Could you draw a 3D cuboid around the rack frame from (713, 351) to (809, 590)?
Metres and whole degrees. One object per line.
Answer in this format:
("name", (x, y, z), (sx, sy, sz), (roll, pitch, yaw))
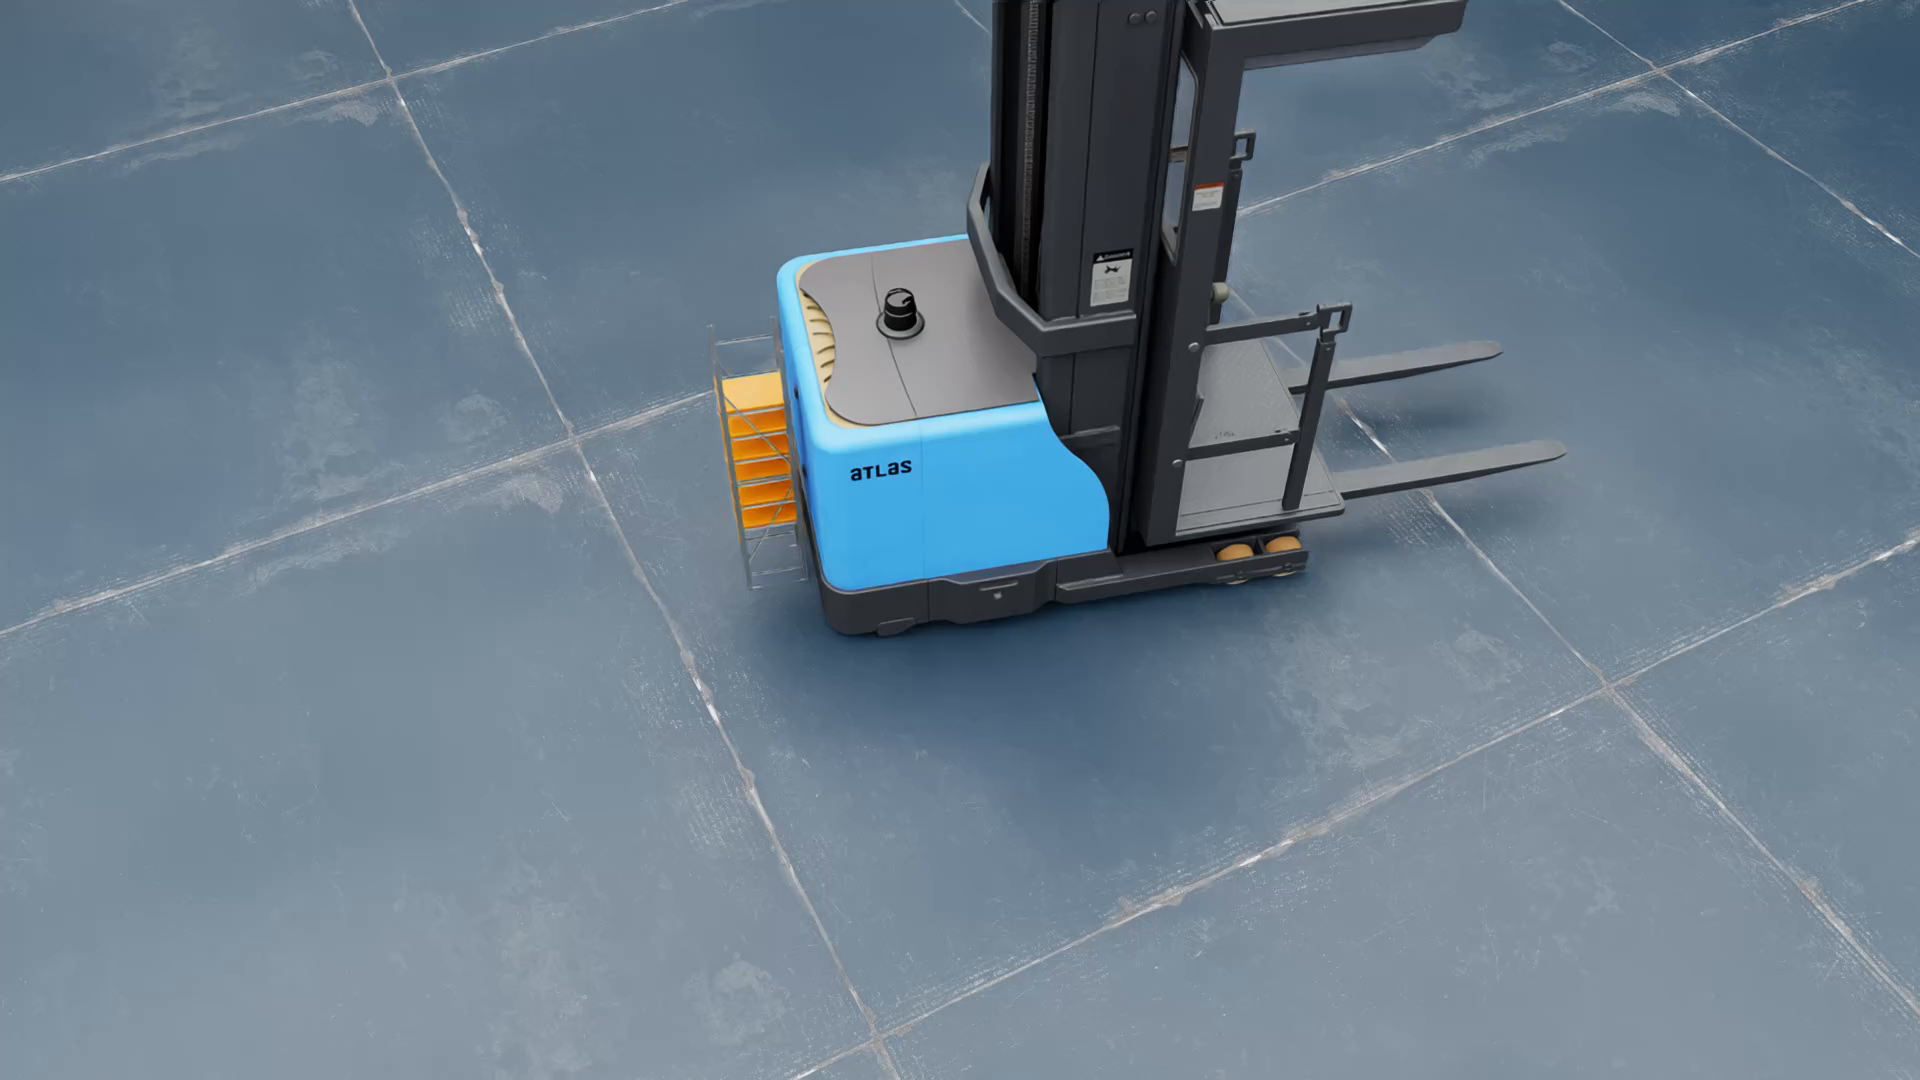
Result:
("rack frame", (-0.709, -0.220, 6.038), (0.240, 1.200, 0.006), (-9, 49, -8))

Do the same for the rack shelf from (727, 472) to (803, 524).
("rack shelf", (-0.728, -0.180, 6.221), (0.258, 0.103, 0.180), (-9, 49, -8))

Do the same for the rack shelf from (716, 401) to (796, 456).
("rack shelf", (-0.729, -0.416, 5.950), (0.258, 0.103, 0.180), (-9, 49, -8))

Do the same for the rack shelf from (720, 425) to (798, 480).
("rack shelf", (-0.729, -0.337, 6.040), (0.258, 0.103, 0.180), (-9, 49, -8))

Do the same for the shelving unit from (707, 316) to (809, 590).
("shelving unit", (-0.729, -0.288, 6.097), (0.258, 1.200, 0.189), (-9, 49, -8))

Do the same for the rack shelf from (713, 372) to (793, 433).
("rack shelf", (-0.729, -0.495, 5.859), (0.258, 0.103, 0.180), (-9, 49, -8))

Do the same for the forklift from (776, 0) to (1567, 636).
("forklift", (0.882, -1.174, 5.722), (3.031, 2.935, 1.130), (-9, 49, -8))

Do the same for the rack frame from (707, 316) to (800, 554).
("rack frame", (-0.748, -0.355, 6.156), (0.240, 1.200, 0.006), (-9, 49, -8))

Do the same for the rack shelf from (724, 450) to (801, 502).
("rack shelf", (-0.729, -0.259, 6.130), (0.258, 0.103, 0.180), (-9, 49, -8))

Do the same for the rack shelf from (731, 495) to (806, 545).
("rack shelf", (-0.728, -0.101, 6.311), (0.258, 0.103, 0.180), (-9, 49, -8))
